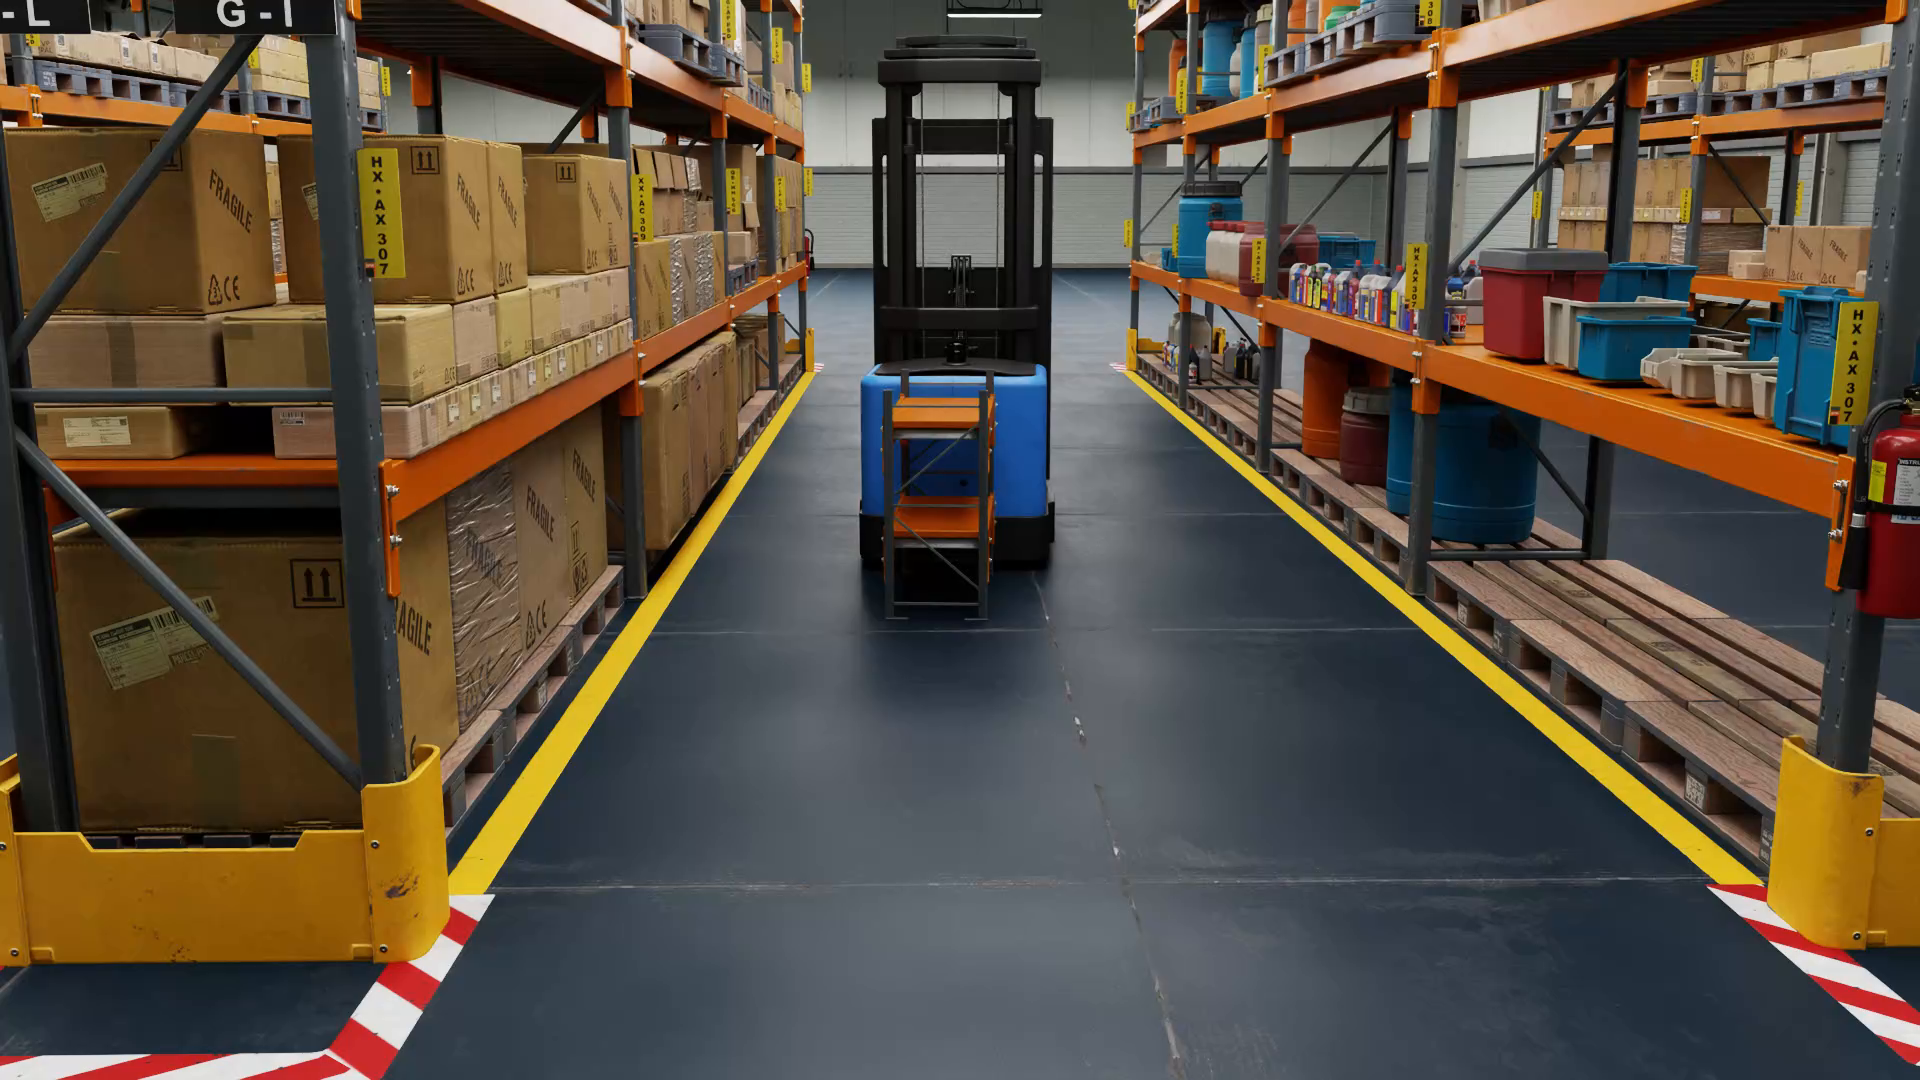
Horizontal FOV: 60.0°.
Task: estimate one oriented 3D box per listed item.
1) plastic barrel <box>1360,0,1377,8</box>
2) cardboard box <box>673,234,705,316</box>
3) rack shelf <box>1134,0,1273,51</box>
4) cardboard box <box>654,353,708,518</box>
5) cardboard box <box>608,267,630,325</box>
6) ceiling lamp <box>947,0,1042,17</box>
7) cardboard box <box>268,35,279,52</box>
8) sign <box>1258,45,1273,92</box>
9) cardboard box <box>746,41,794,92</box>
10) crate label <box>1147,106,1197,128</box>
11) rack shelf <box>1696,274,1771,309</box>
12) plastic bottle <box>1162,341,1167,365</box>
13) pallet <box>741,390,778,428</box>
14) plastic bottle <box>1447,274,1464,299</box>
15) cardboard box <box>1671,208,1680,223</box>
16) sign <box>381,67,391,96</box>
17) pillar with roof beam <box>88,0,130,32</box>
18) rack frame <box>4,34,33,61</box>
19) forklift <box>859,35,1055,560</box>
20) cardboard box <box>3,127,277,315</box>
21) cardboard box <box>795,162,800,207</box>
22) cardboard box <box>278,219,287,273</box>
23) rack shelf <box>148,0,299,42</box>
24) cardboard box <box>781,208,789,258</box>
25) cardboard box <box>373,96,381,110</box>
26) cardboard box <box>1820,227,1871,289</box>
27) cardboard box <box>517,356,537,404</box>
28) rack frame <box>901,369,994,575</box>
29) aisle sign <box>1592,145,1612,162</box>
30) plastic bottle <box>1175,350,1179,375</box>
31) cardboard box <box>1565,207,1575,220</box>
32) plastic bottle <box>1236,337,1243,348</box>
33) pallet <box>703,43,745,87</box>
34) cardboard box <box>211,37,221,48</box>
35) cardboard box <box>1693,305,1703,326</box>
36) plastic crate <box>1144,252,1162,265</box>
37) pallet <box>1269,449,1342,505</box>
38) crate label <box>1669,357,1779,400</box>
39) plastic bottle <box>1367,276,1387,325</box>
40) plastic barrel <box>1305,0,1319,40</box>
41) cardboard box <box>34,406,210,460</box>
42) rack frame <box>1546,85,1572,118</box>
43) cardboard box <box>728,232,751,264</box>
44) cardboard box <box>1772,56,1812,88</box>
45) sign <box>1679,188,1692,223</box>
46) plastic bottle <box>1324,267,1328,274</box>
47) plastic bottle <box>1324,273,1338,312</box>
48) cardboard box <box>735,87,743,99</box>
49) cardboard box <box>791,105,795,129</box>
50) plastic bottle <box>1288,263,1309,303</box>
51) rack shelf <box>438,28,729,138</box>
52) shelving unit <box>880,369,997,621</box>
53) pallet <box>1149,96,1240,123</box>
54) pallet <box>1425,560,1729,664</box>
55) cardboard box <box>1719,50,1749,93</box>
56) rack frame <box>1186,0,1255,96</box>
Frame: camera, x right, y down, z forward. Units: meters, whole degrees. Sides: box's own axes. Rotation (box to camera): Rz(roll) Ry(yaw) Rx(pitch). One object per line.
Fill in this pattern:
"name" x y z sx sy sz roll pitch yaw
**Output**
"plastic barrel" 2.645 -3.447 9.645 0.600 0.901 0.708 0 11 -1
"cardboard box" -1.925 -1.711 10.699 0.500 0.500 0.500 -1 11 -3
"rack shelf" 2.626 -5.566 17.679 1.077 0.370 4.000 0 11 -1
"cardboard box" -2.172 -0.636 9.937 1.225 0.875 0.875 -1 11 -3
"cardboard box" -1.848 -1.152 7.823 0.500 0.250 0.500 0 11 -2
"ceiling lamp" 0.719 -12.612 34.912 2.000 3.185 0.800 0 11 -1
"cardboard box" -6.920 -4.874 16.312 0.380 0.149 0.250 0 11 -2
"sign" 2.200 -3.397 11.979 0.100 0.325 0.005 0 11 -1
"cardboard box" -2.082 -5.155 18.122 0.500 0.500 0.500 0 11 -1
"crate label" 2.293 -4.596 17.999 0.502 0.251 0.408 0 11 -1
"rack shelf" 7.578 -2.842 18.332 1.077 0.370 4.000 0 11 -1
"plastic bottle" 2.311 -2.089 18.568 0.097 0.271 0.097 0 11 0
"pallet" -2.267 -1.236 15.618 1.003 0.211 1.213 0 11 -1
"plastic bottle" 3.057 -1.509 10.276 0.097 0.271 0.097 0 11 0
"cardboard box" 7.397 -3.266 16.731 0.380 0.149 0.250 0 11 -2
"sign" -6.785 -5.416 19.641 0.100 0.325 0.005 0 11 -1
"pillar with roof beam" -14.192 -9.884 36.145 9.100 9.000 0.548 0 11 -1
"rack frame" -7.163 -4.902 11.587 1.000 3.000 0.127 0 11 -1
"forklift" 0.028 -1.560 10.378 1.130 2.935 3.031 1 11 3
"cardboard box" -2.309 -0.907 4.729 0.500 0.500 0.500 0 11 0
"cardboard box" -2.093 -4.029 18.860 0.500 0.500 0.500 0 11 -1
"cardboard box" -7.299 -3.013 16.987 0.875 0.550 0.550 0 11 -1
"rack shelf" -7.287 -5.546 17.577 1.077 0.370 4.000 0 11 -1
"cardboard box" -2.207 -3.141 16.997 0.875 0.500 0.500 0 11 -1
"cardboard box" -6.982 -5.089 19.378 0.380 0.149 0.250 0 11 -1
"cardboard box" 7.651 -2.384 14.015 0.500 0.500 0.500 -1 11 -4
"cardboard box" -1.743 -0.576 5.985 0.380 0.149 0.250 0 11 -2
"rack frame" -0.068 -0.364 9.025 0.500 1.125 0.032 1 11 3
"aisle sign" 7.829 -4.880 20.032 0.394 0.787 0.004 0 11 -1
"plastic bottle" 2.355 -1.924 17.553 0.144 0.351 0.185 0 11 -2
"cardboard box" 7.338 -3.827 19.498 0.380 0.149 0.250 -1 11 -3
"plastic bottle" 3.049 -2.016 18.007 0.144 0.351 0.185 0 11 1
"pallet" -2.135 -3.211 11.275 1.213 0.211 1.003 0 11 1
"cardboard box" -7.582 -4.921 16.544 0.380 0.149 0.250 0 11 -1
"cardboard box" 7.393 -2.213 17.398 0.500 0.500 0.500 0 11 -1
"plastic crate" 2.282 -3.264 19.266 0.298 0.136 0.250 0 11 -1
"pallet" 2.808 -0.459 11.790 1.003 0.211 1.213 0 11 -1
"crate label" 2.696 -0.566 5.818 0.396 0.136 0.243 0 11 -1
"plastic bottle" 2.481 -1.403 9.741 0.152 0.276 0.135 0 11 -1
"plastic barrel" 2.950 -3.862 12.746 0.600 0.901 0.600 0 11 0
"cardboard box" -2.373 -0.318 4.713 0.380 0.149 0.250 0 11 0
"rack frame" 7.537 -6.532 19.624 1.000 3.000 0.127 0 11 -1
"cardboard box" -2.007 -2.428 13.804 0.500 0.250 0.500 -1 11 -3
"cardboard box" 7.637 -4.167 14.834 0.500 0.250 0.500 -1 12 -7
"sign" 7.065 -3.257 16.194 0.100 0.325 0.005 0 11 -1
"plastic bottle" 2.481 -1.717 11.301 0.097 0.271 0.097 0 11 0
"plastic bottle" 2.430 -1.625 10.847 0.097 0.271 0.097 0 11 0
"cardboard box" -1.967 -3.555 12.870 0.500 0.250 0.500 0 11 0
"cardboard box" -2.088 -4.653 18.281 0.500 0.250 0.500 0 11 0
"plastic bottle" 2.436 -1.834 11.867 0.152 0.276 0.135 0 11 -1
"rack shelf" -2.161 -2.682 9.998 1.077 0.370 4.000 0 11 -1
"shelving unit" -0.092 -0.263 8.527 0.538 1.125 1.048 1 11 3
"pallet" 2.555 -4.298 16.630 1.213 0.211 1.003 0 11 -1
"pallet" 2.887 0.326 7.923 1.003 0.211 1.213 0 11 -1
"cardboard box" 7.873 -4.692 16.436 0.500 0.500 0.500 1 11 4
"rack frame" 2.667 -5.717 15.608 1.000 3.000 0.127 0 11 -1
